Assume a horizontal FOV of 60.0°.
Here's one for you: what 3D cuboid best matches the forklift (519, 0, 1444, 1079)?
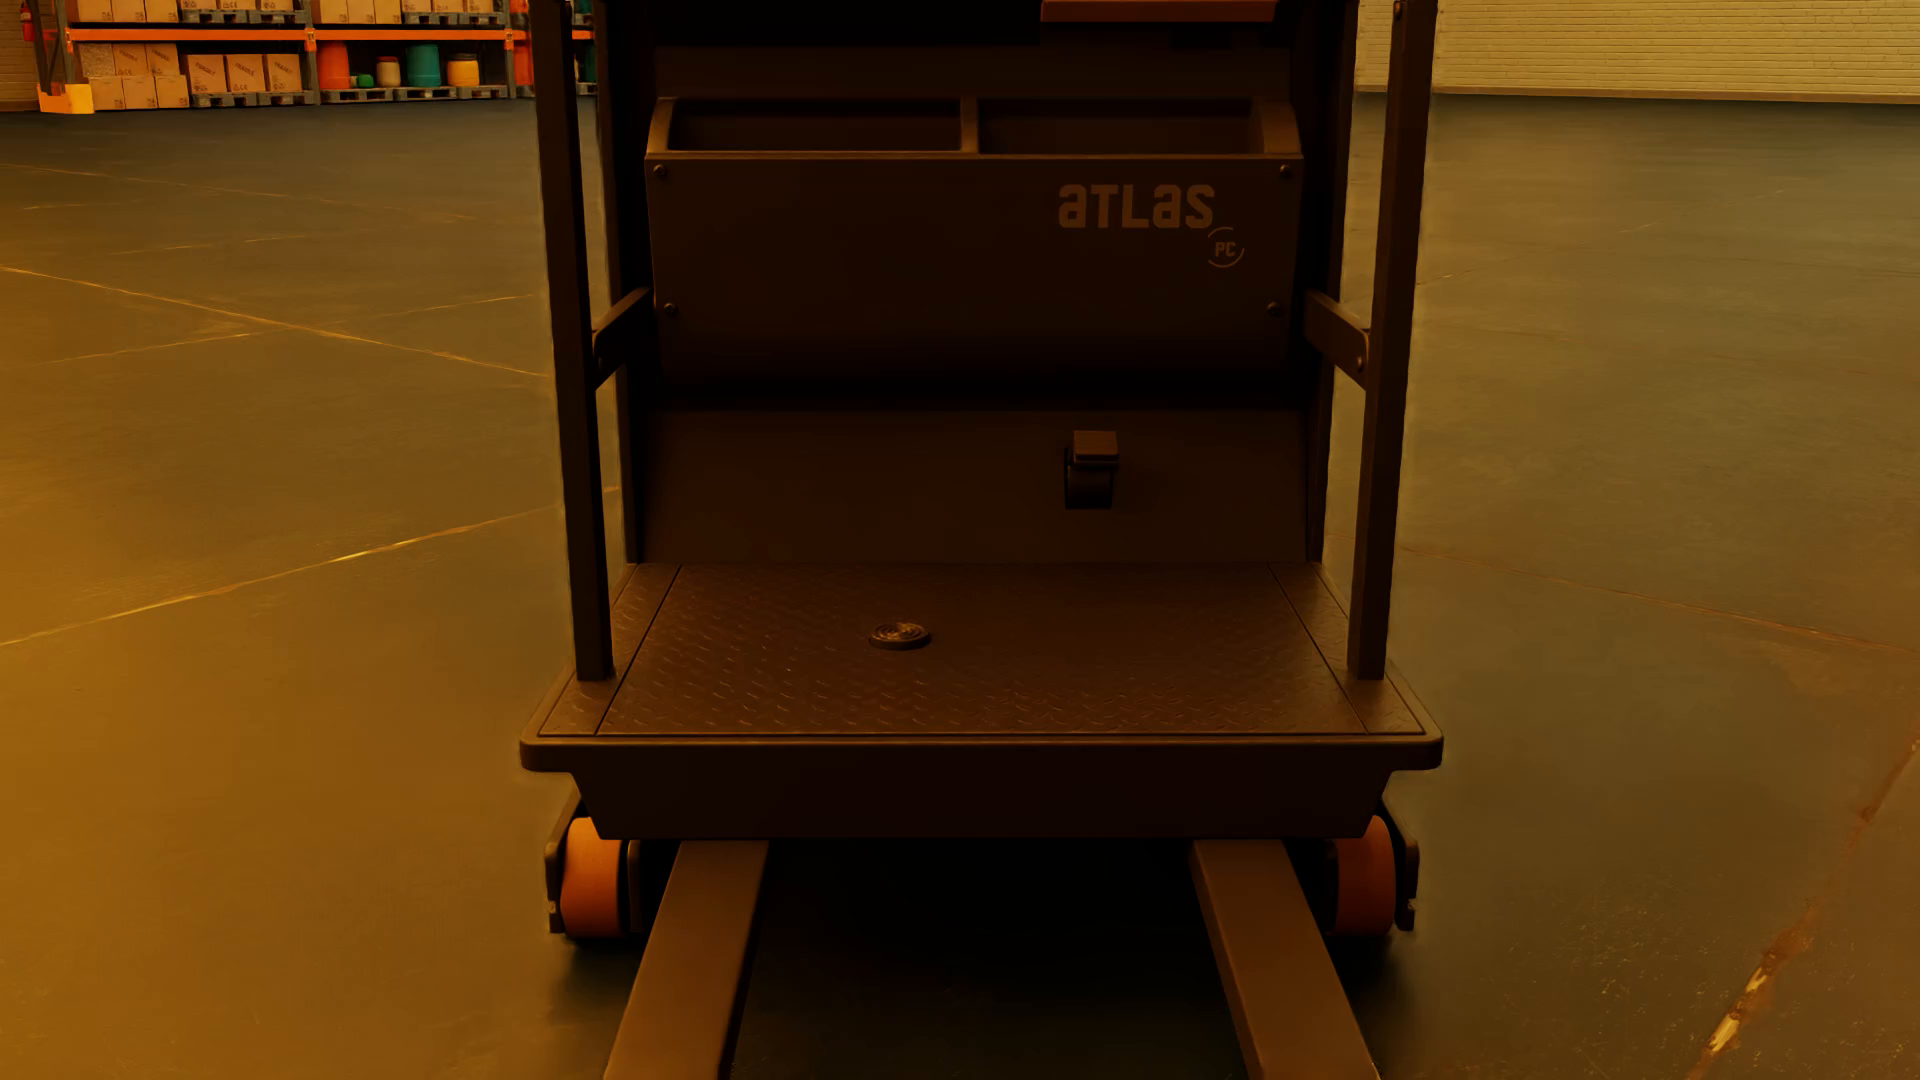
[{"bbox_3d":[0.024,-0.963,2.068,1.130,2.935,3.031,0,17,0],"label":"forklift"}]
